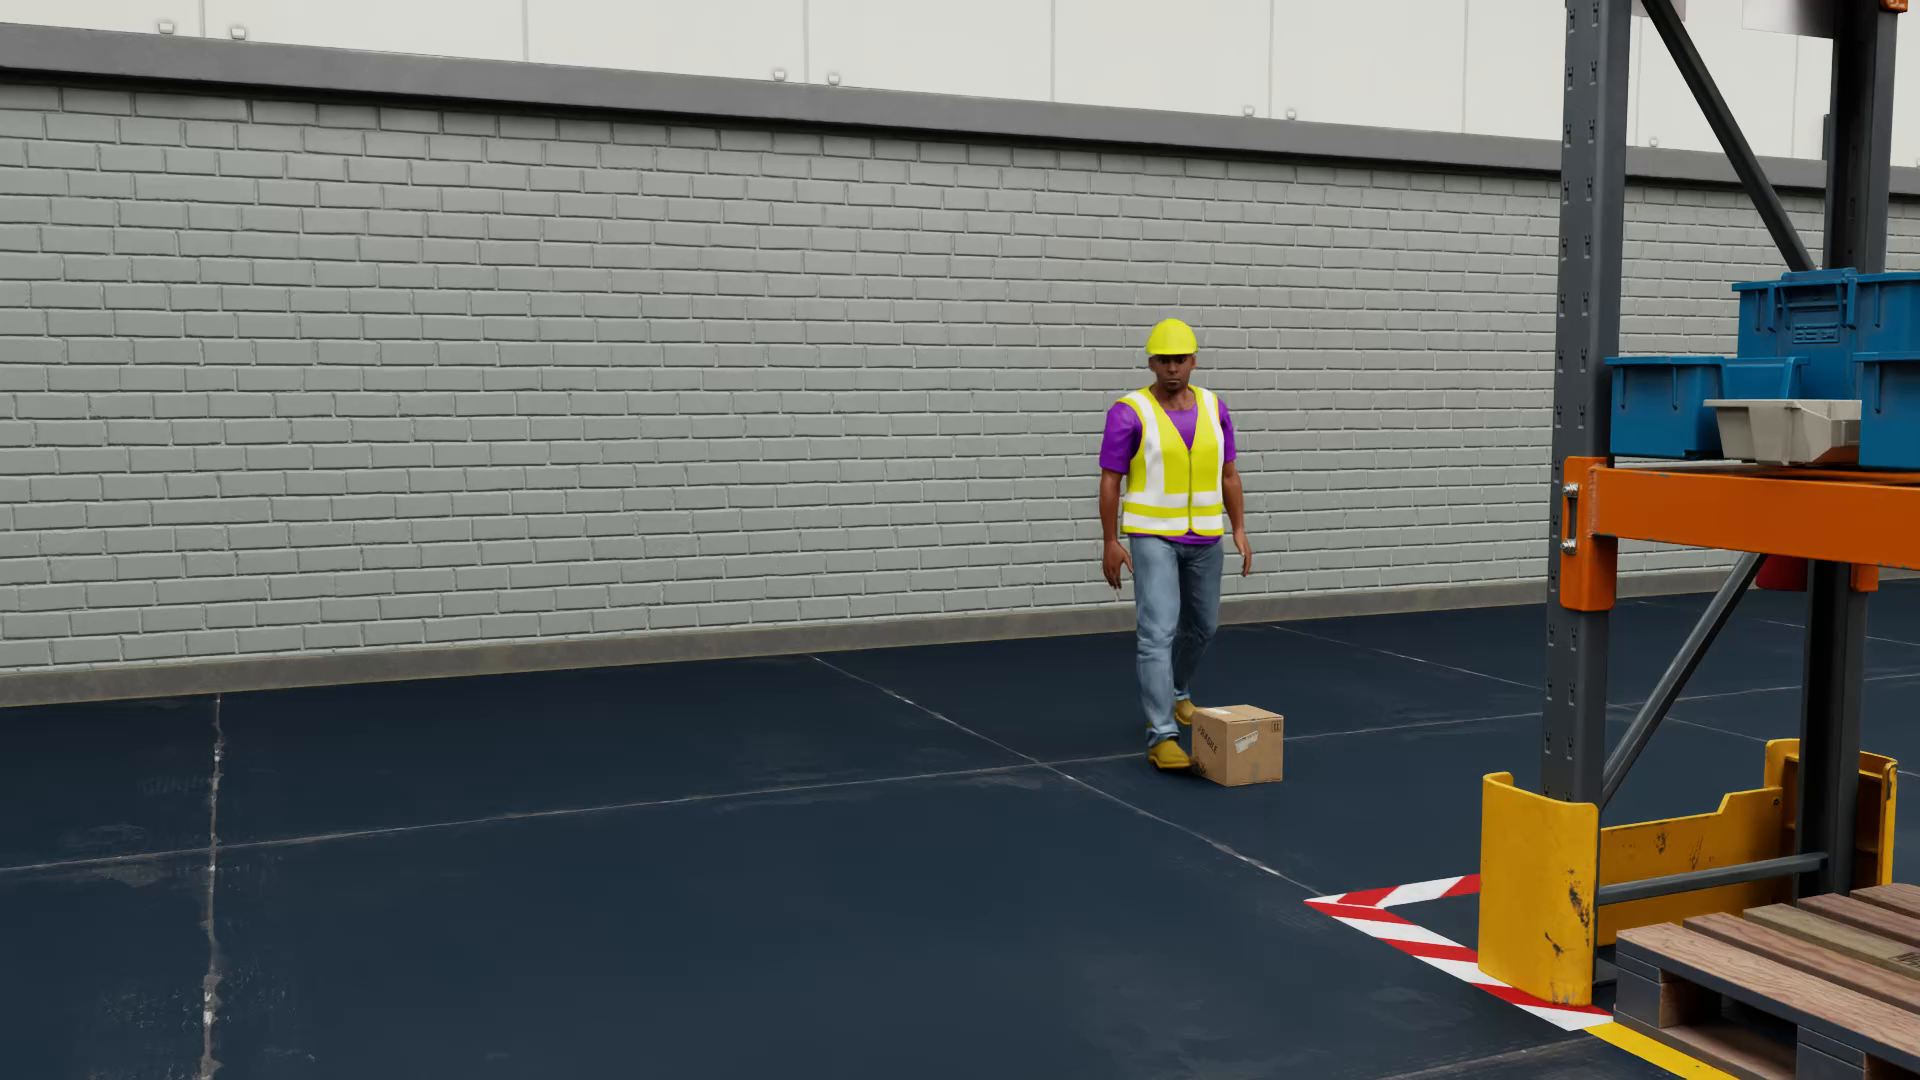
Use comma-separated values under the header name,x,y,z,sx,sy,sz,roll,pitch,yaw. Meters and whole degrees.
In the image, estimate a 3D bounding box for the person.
name,x,y,z,sx,sy,sz,roll,pitch,yaw
person,0.883,-0.011,6.751,0.645,1.755,0.871,-2,6,-22
